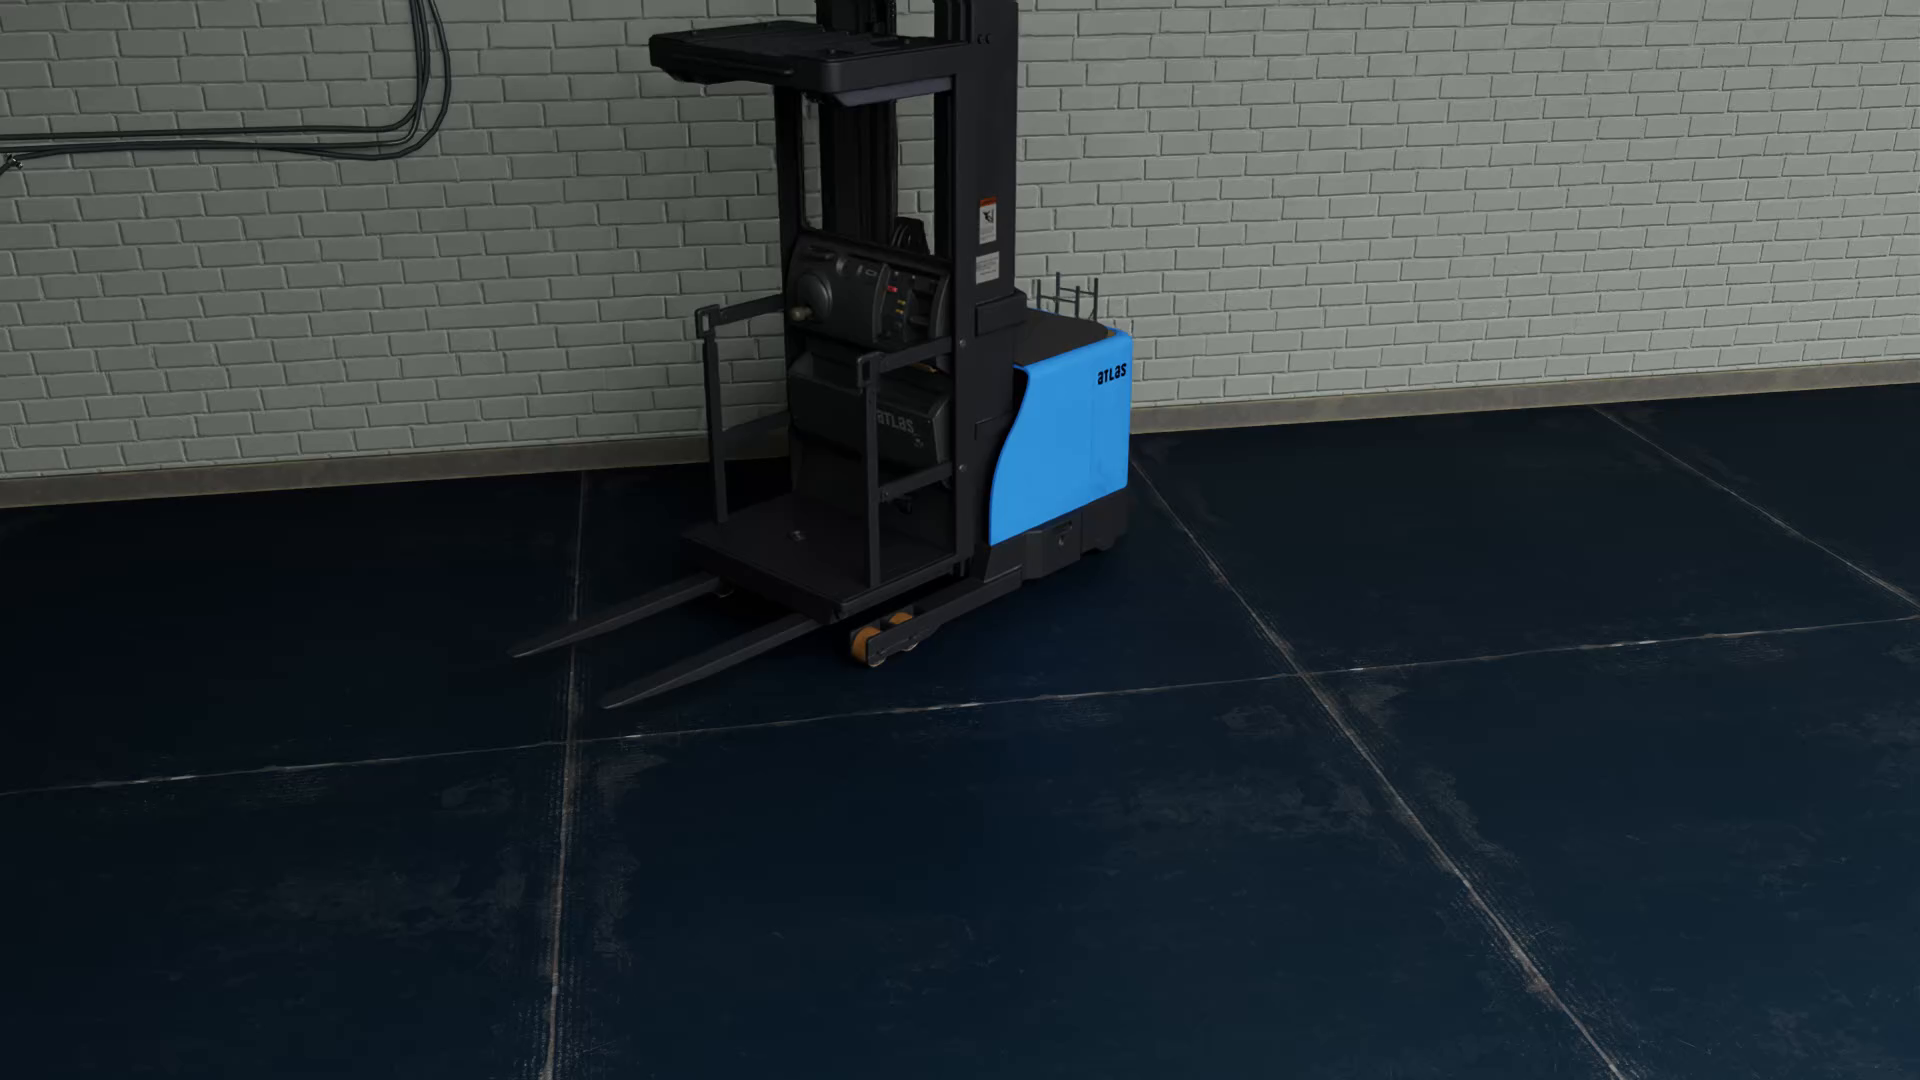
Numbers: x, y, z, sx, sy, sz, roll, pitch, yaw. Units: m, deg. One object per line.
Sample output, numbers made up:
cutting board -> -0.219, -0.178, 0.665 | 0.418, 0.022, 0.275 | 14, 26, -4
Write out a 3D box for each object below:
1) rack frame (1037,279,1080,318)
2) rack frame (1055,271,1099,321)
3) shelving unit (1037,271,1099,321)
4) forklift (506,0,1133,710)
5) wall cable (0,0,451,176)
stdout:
rack frame -> 0.481, -0.708, 8.373 | 0.240, 1.200, 0.006 | 15, 28, 31
rack frame -> 0.583, -0.769, 8.512 | 0.240, 1.200, 0.006 | 15, 28, 31
shelving unit -> 0.532, -0.739, 8.442 | 0.258, 1.200, 0.189 | 15, 28, 31
forklift -> -0.544, -1.038, 6.965 | 1.130, 2.935, 3.031 | 21, 31, 39
wall cable -> -4.023, -2.927, 7.587 | 3.097, 2.526, 0.112 | -4, 24, -10
